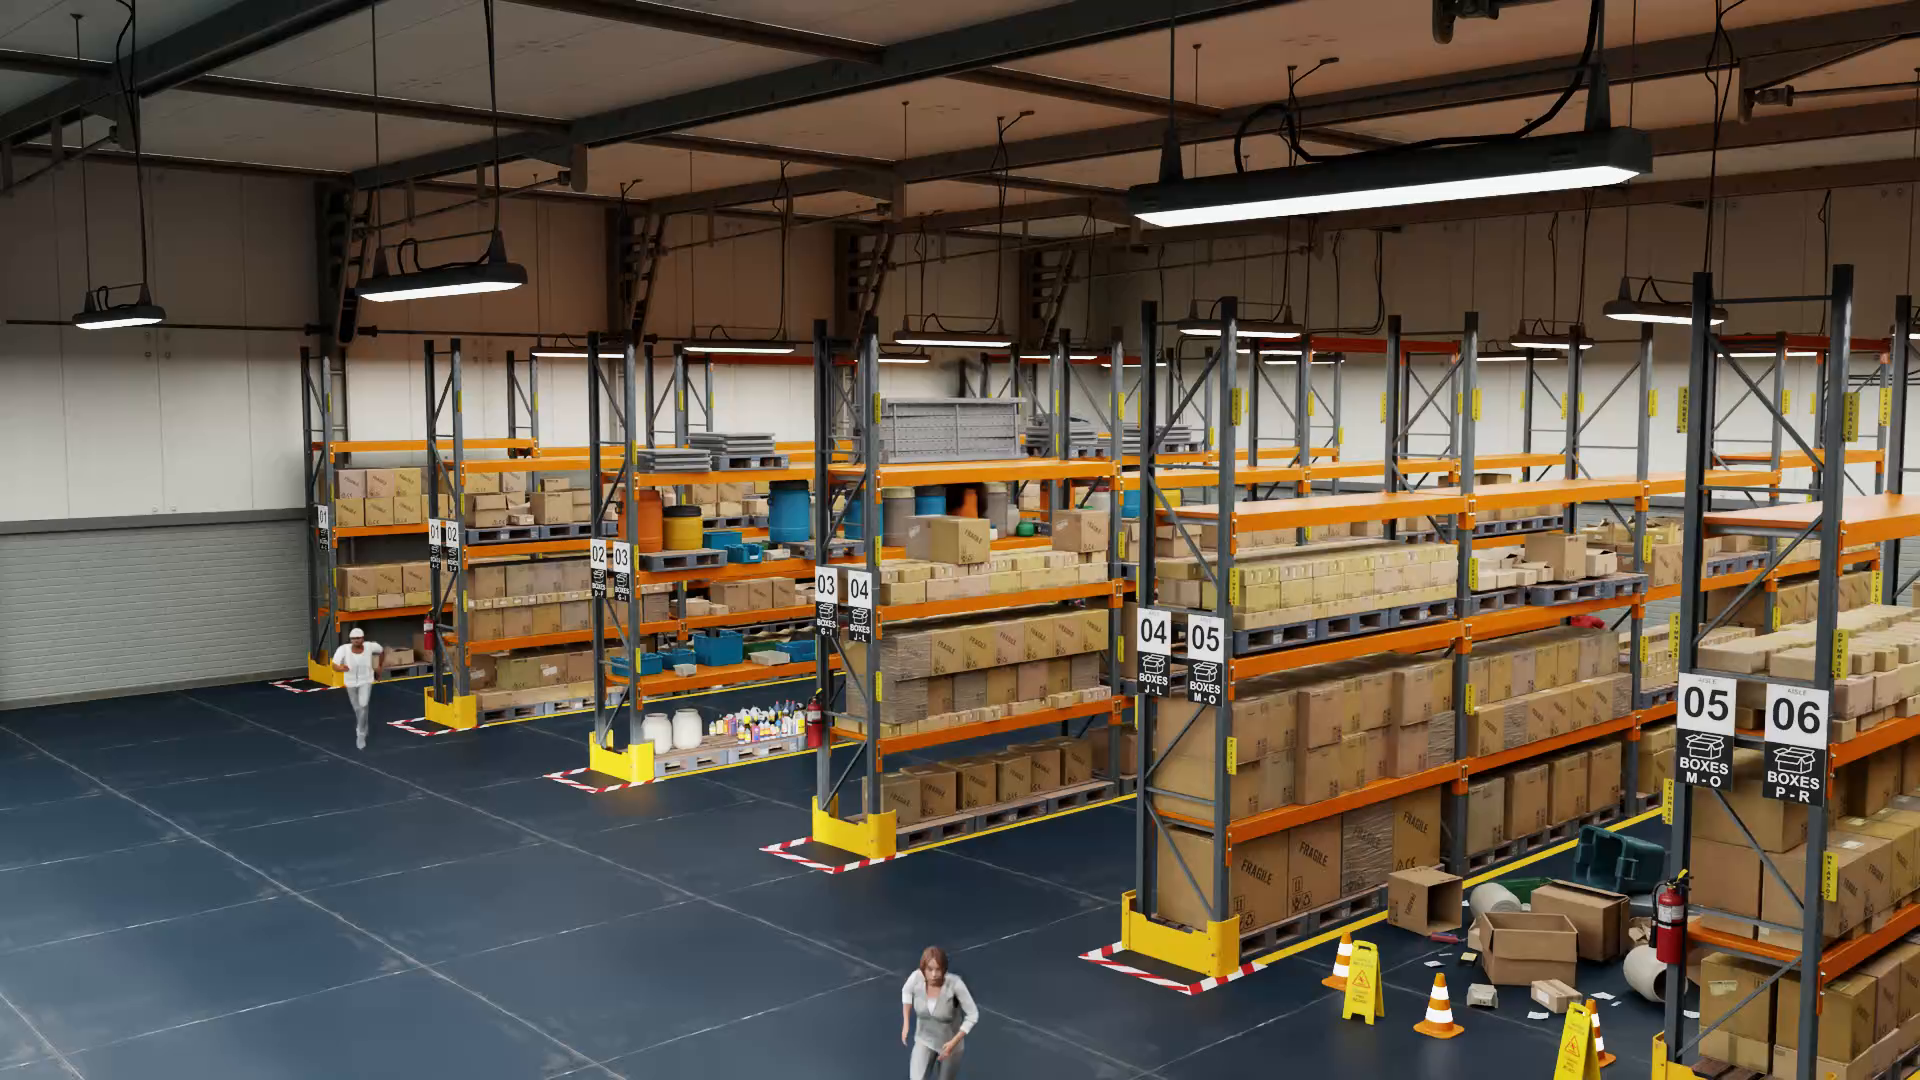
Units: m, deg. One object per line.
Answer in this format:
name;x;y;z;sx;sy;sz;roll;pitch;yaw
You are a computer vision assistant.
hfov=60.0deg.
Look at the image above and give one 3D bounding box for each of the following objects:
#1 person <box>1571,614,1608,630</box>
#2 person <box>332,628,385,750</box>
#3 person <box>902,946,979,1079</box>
person;10.336;1.877;27.670;0.863;1.711;0.679;-4;6;-36
person;-8.874;2.149;24.580;0.694;1.775;0.981;-1;5;-9
person;-0.118;3.441;11.334;0.560;1.513;0.735;1;5;14
